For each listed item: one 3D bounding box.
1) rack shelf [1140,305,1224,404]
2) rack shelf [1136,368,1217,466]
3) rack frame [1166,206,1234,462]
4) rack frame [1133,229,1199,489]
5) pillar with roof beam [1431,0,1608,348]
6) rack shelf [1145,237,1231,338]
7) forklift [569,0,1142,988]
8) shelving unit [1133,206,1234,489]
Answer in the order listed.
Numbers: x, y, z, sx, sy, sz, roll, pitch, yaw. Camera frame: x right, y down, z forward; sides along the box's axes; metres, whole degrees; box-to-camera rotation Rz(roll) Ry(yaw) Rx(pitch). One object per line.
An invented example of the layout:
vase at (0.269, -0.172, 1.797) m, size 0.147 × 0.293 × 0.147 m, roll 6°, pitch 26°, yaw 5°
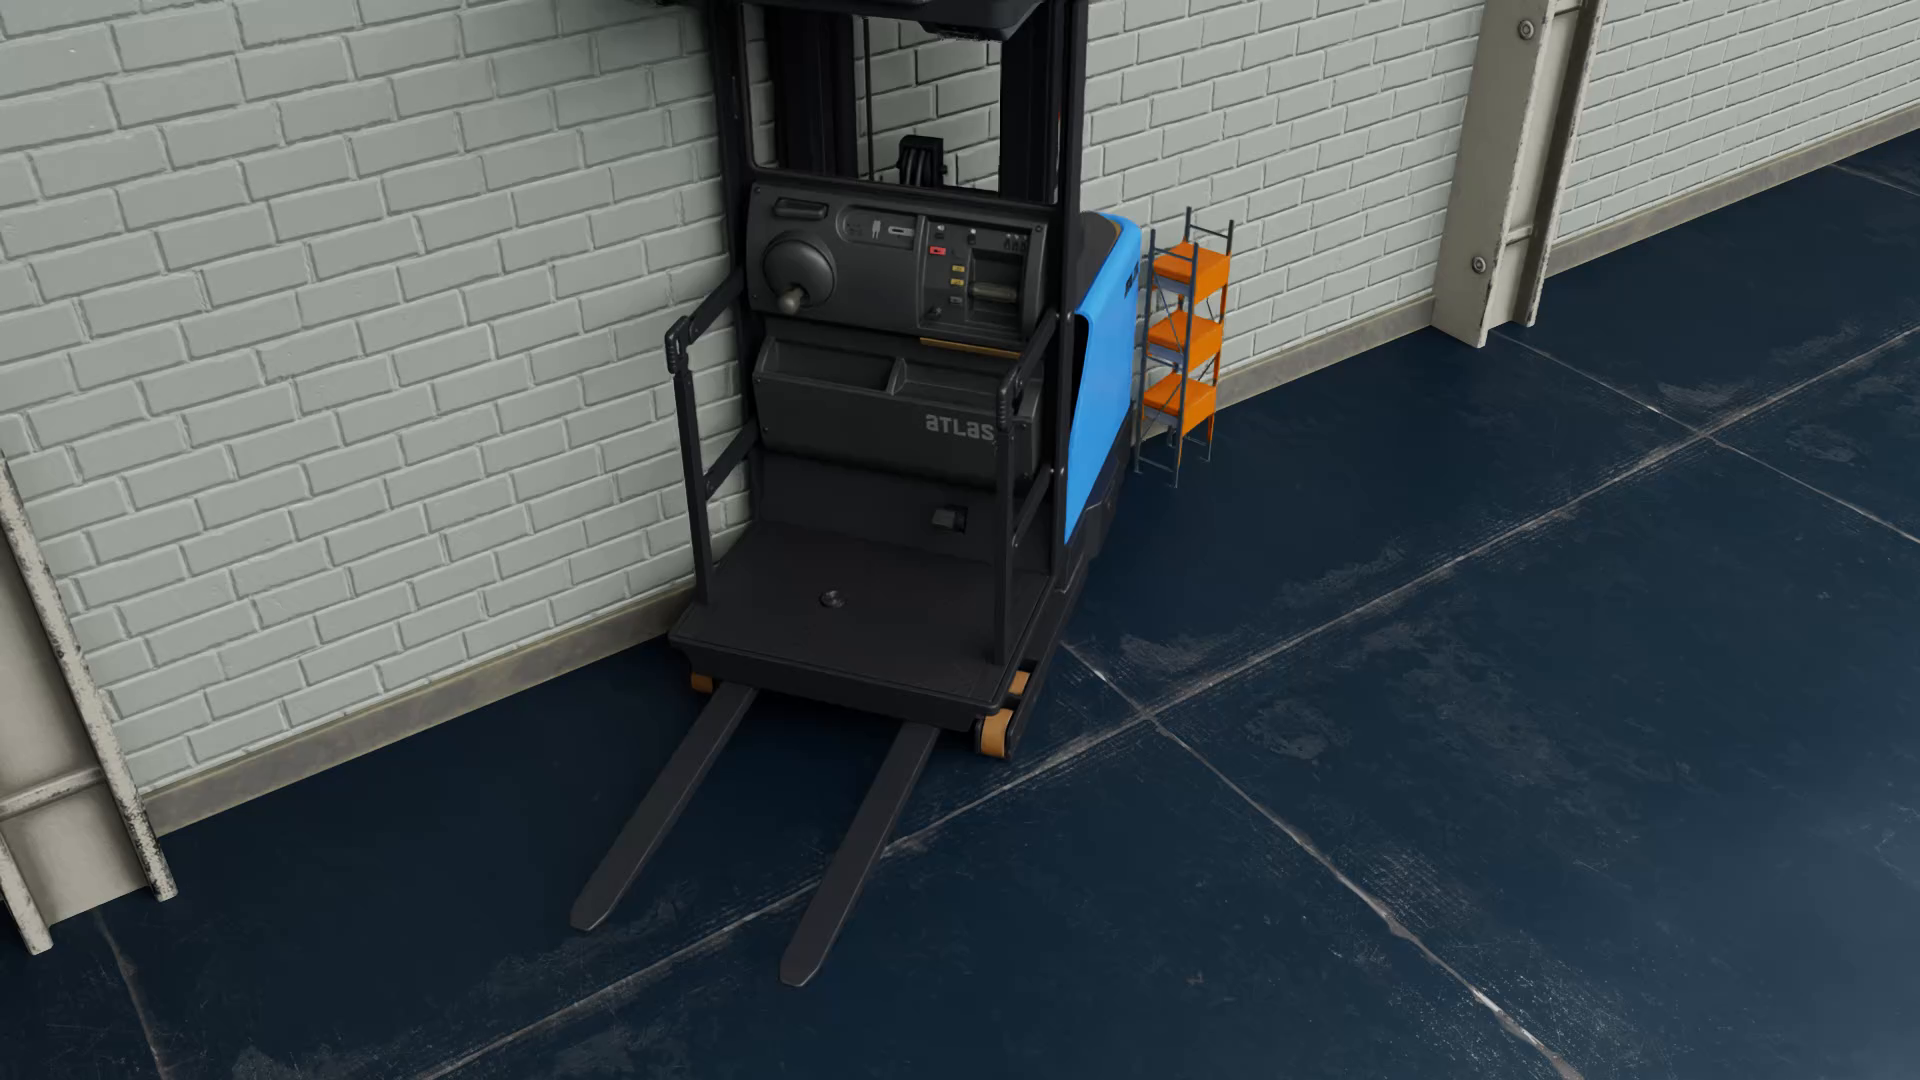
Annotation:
rack shelf at (0.847, -0.712, 6.358) m, size 0.215 × 0.259 × 0.240 m, roll 25°, pitch 43°, yaw 30°
rack shelf at (0.847, -0.486, 6.521) m, size 0.215 × 0.259 × 0.240 m, roll 25°, pitch 43°, yaw 30°
rack frame at (0.922, -0.776, 6.430) m, size 0.200 × 1.050 × 0.008 m, roll 25°, pitch 43°, yaw 30°
rack frame at (0.771, -0.664, 6.274) m, size 0.200 × 1.050 × 0.008 m, roll 25°, pitch 43°, yaw 30°
pillar with roof beam at (4.868, -2.596, 2.153) m, size 0.400 × 9.000 × 9.100 m, roll -22°, pitch 41°, yaw -28°
rack shelf at (0.847, -0.942, 6.193) m, size 0.215 × 0.259 × 0.240 m, roll 25°, pitch 43°, yaw 30°
forklift at (-0.262, -0.761, 4.797) m, size 1.130 × 2.935 × 3.031 m, roll 11°, pitch 37°, yaw 14°
shelving unit at (0.847, -0.720, 6.352) m, size 0.215 × 1.050 × 0.252 m, roll 25°, pitch 43°, yaw 30°
